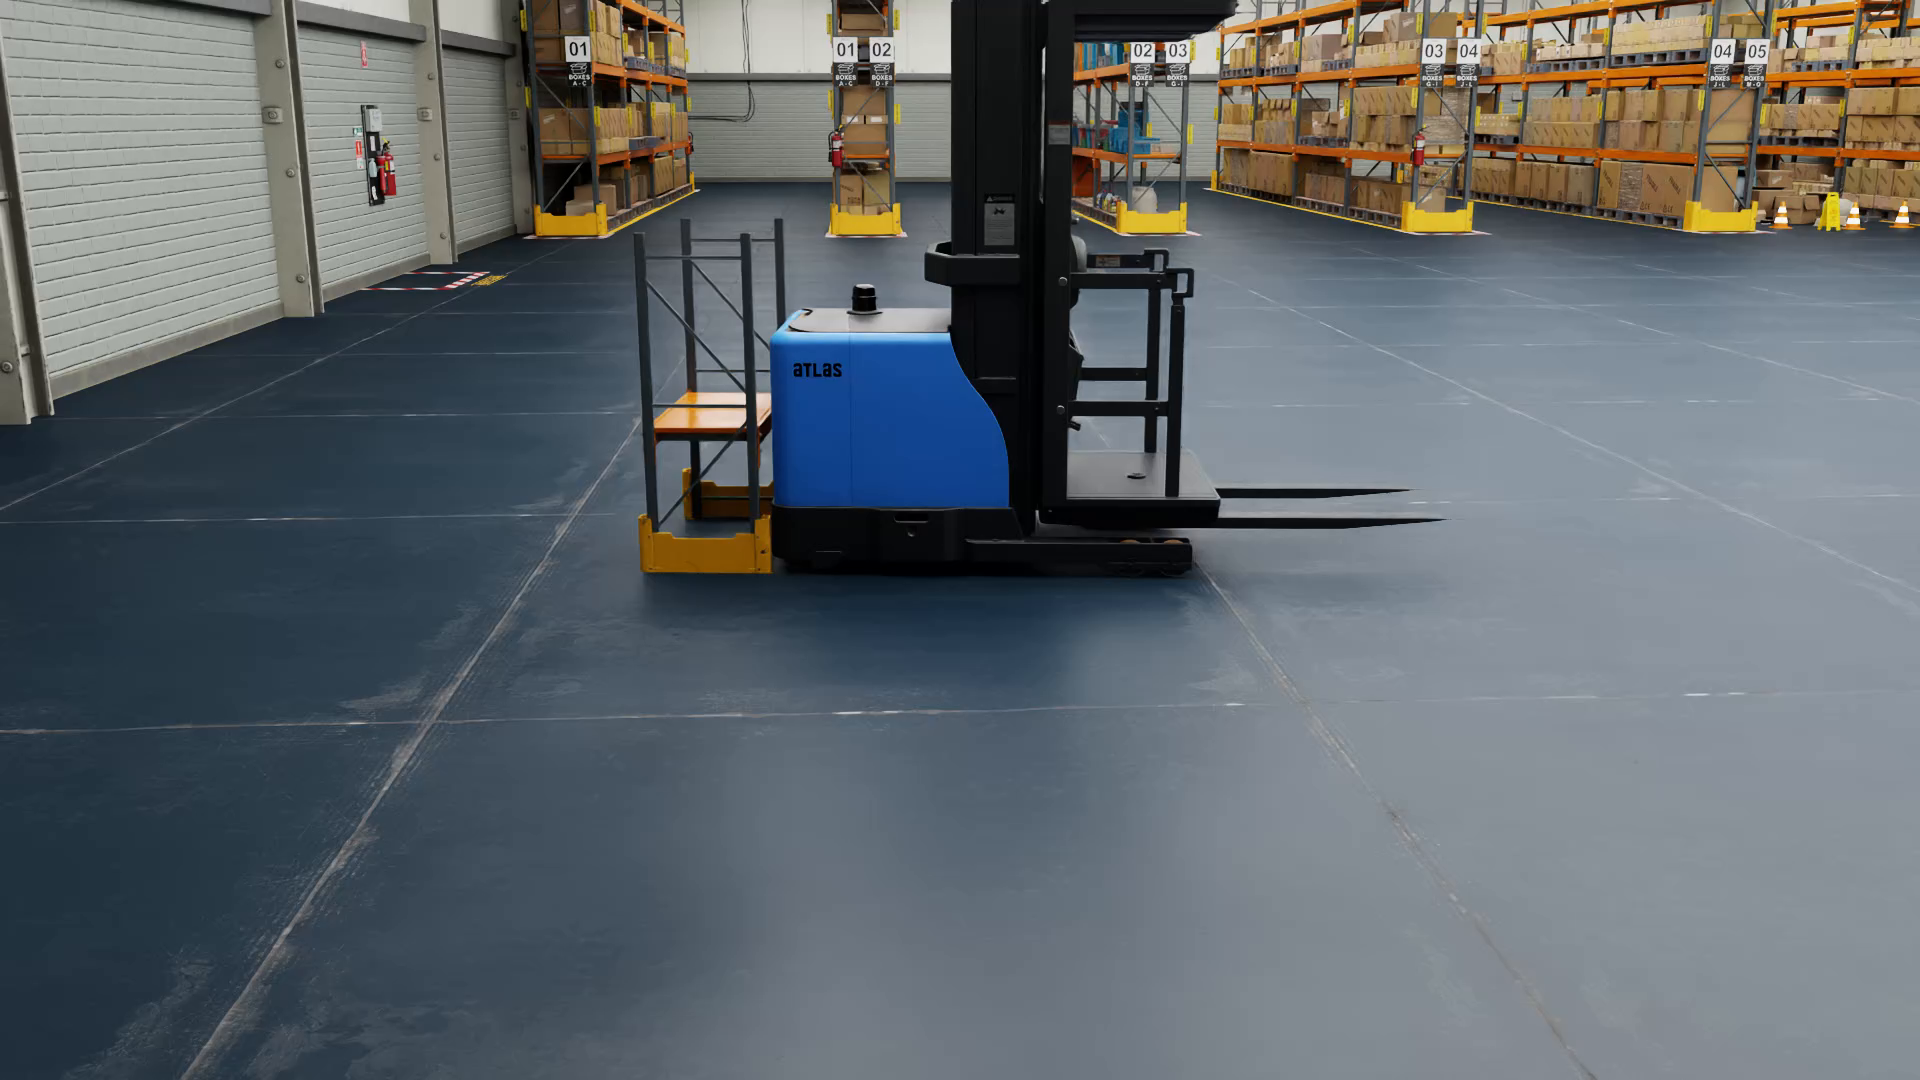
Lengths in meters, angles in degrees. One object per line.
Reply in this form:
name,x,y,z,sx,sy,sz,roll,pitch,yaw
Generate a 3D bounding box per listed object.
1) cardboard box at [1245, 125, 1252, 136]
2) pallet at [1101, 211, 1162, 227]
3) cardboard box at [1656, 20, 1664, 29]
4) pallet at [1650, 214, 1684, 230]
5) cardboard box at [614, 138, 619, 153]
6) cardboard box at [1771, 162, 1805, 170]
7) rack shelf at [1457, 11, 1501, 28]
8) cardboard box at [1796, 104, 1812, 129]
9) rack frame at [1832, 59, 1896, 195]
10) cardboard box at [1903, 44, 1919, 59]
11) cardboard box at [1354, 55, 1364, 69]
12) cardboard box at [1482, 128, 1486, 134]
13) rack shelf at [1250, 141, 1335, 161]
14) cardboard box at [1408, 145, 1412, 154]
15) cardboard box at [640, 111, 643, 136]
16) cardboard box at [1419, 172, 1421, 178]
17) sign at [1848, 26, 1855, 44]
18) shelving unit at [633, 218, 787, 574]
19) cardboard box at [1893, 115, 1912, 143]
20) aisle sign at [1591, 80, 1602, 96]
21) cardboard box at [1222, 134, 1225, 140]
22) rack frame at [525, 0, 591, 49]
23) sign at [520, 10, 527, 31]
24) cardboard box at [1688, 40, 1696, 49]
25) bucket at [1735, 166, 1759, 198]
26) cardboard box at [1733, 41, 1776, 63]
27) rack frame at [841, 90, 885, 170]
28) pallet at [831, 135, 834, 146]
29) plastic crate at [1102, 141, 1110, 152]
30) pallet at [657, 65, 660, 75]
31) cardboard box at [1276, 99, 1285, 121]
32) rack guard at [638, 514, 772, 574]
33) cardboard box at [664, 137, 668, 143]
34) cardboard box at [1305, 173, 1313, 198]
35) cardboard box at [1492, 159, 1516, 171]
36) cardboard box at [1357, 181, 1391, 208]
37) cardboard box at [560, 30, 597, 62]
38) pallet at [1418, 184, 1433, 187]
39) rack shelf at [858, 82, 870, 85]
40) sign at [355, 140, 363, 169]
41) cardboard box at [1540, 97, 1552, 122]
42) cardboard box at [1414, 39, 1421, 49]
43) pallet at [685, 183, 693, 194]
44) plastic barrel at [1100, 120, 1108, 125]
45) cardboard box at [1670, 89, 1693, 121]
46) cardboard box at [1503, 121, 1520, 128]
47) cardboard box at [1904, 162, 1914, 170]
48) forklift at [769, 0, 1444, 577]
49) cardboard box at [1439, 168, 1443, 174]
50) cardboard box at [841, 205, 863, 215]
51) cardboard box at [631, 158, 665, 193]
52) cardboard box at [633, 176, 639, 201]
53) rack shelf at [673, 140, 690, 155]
cardboard box,7.253,-9.971,40.466,0.500,0.250,0.500,-1,14,-4
pallet,3.173,-5.906,30.557,1.003,0.211,1.213,-1,14,-3
cardboard box,12.789,-9.288,29.947,0.380,0.149,0.250,-1,14,-3
pallet,13.115,-5.708,29.790,1.003,0.211,1.213,-1,14,-3
cardboard box,-6.360,-7.025,29.572,0.500,0.250,0.500,-1,14,-3
cardboard box,22.083,-9.860,44.497,0.797,0.503,0.637,-1,15,-6
rack shelf,12.375,-12.899,41.549,1.077,0.370,4.000,-1,14,-3
cardboard box,17.614,-8.717,34.244,0.500,0.500,0.500,0,14,-2
rack frame,17.929,-7.958,32.935,1.000,3.000,0.127,-1,14,-3
cardboard box,17.776,-8.990,30.630,0.500,0.250,0.500,-1,14,-3
cardboard box,7.810,-9.069,31.535,0.500,0.250,0.500,-1,15,-6
cardboard box,12.184,-9.367,38.075,0.380,0.149,0.250,0,14,-2
rack shelf,7.666,-8.949,38.230,1.077,0.370,4.000,-1,14,-3
cardboard box,8.047,-6.818,29.010,0.380,0.149,0.250,-1,14,-3
cardboard box,-7.002,-8.715,34.794,0.700,0.500,0.500,-3,15,-10
cardboard box,11.999,-9.479,43.130,0.380,0.149,0.250,0,14,-2
sign,17.375,-9.842,32.411,0.100,0.325,0.005,-1,14,-3
shelving unit,-1.123,-0.712,7.783,0.587,1.500,1.083,0,14,2
cardboard box,17.802,-7.662,30.986,0.500,0.500,0.500,-1,14,-3
aisle sign,16.892,-12.215,44.262,0.394,0.787,0.004,-1,14,-3
cardboard box,7.021,-10.447,43.112,0.380,0.149,0.250,-1,14,-5
rack frame,-6.545,-9.486,26.835,1.000,3.000,0.127,-1,14,-3
sign,-7.101,-8.458,27.084,0.100,0.325,0.005,-1,14,-3
cardboard box,12.869,-8.584,28.811,0.380,0.149,0.250,-1,14,-3
bucket,15.304,-7.009,32.766,0.726,0.611,0.620,4,5,16
cardboard box,17.507,-10.750,36.718,0.797,0.503,0.637,-2,15,-7
rack frame,-2.097,-8.647,35.616,1.000,3.000,0.127,-1,14,-3
pallet,-2.209,-8.722,36.291,1.213,0.211,1.003,-1,14,-3
plastic crate,2.897,-7.284,30.740,0.450,0.188,0.662,-1,14,-3
pallet,-7.206,-10.369,36.665,1.003,0.211,1.213,0,14,-1
cardboard box,7.676,-9.845,38.055,0.797,0.503,0.637,0,14,-2
rack guard,-1.140,0.017,7.457,0.587,0.250,0.087,0,14,2
cardboard box,-6.900,-9.181,38.153,0.380,0.149,0.250,-1,14,-3
cardboard box,7.852,-7.636,35.817,0.700,0.500,0.500,-2,15,-6
cardboard box,12.401,-8.498,37.705,0.500,0.250,0.500,-1,14,-3
cardboard box,8.023,-6.697,32.210,0.500,0.500,0.500,-1,14,-5
cardboard box,-6.317,-8.178,27.532,0.500,0.500,0.500,-1,14,-2
pallet,12.344,-8.966,42.450,1.003,0.211,1.213,-1,14,-3
rack shelf,-2.469,-11.244,41.131,1.077,0.370,4.000,-1,14,-3
sign,-7.034,-4.512,19.471,0.001,0.329,0.234,-1,14,-3
cardboard box,12.798,-9.146,35.346,0.700,0.500,0.500,-1,14,-4
cardboard box,7.957,-8.447,28.319,0.380,0.149,0.250,-1,14,-3
pallet,-7.409,-9.012,42.627,1.003,0.211,1.213,-1,14,-3
plastic barrel,3.178,-8.678,35.462,0.600,0.536,0.708,-1,14,-3
cardboard box,13.132,-7.685,29.408,0.875,0.550,0.550,-1,14,-3
cardboard box,12.262,-9.193,36.799,0.380,0.149,0.250,-1,14,-2
cardboard box,17.750,-6.926,30.792,0.380,0.149,0.250,0,14,-1
forklift,0.676,-1.387,7.536,3.031,2.935,1.130,0,14,1
cardboard box,12.139,-9.166,41.315,0.380,0.149,0.250,-1,14,-4
cardboard box,-1.930,-5.658,28.674,0.500,0.250,0.500,-1,14,-3
cardboard box,-7.004,-8.135,37.096,0.750,0.750,0.750,-1,14,-4
cardboard box,-7.029,-7.264,34.374,0.700,0.500,0.500,-1,14,-4
rack shelf,-7.413,-9.714,41.204,1.077,0.370,4.000,-1,14,-3
